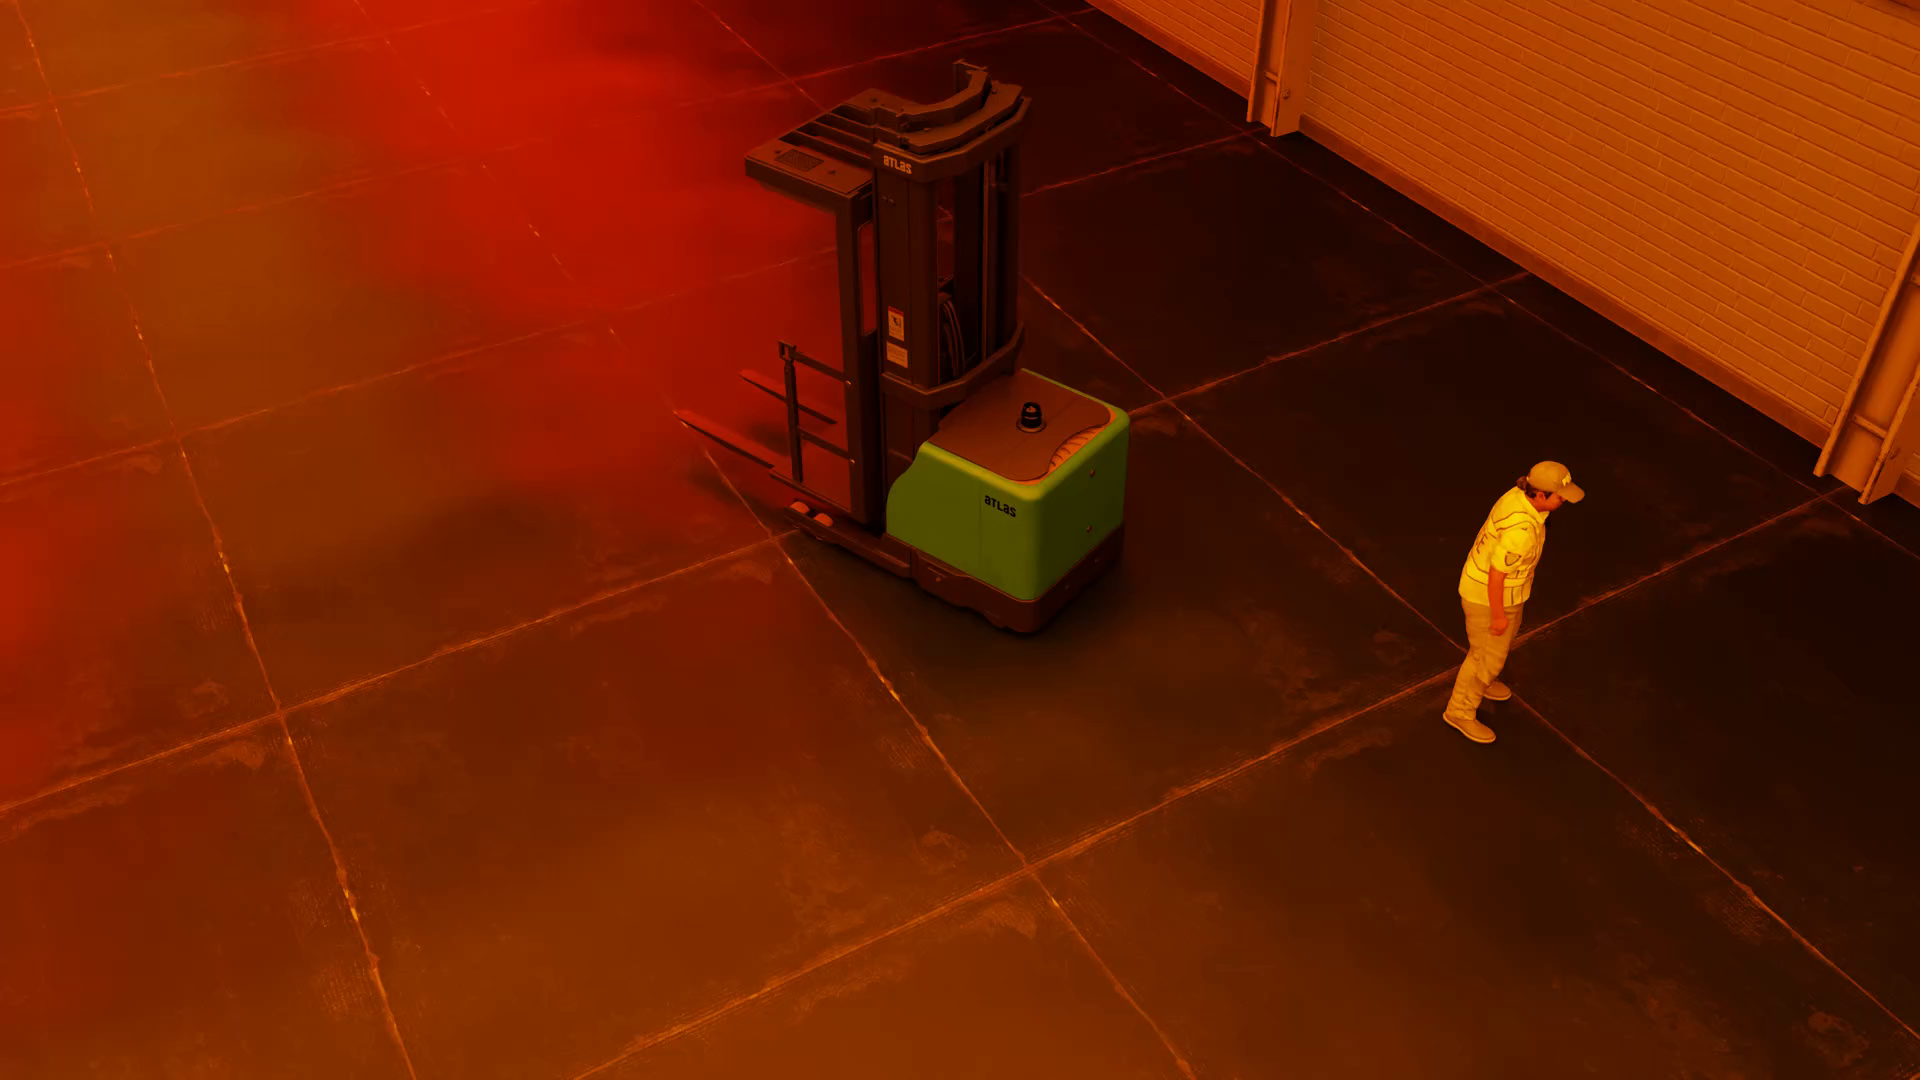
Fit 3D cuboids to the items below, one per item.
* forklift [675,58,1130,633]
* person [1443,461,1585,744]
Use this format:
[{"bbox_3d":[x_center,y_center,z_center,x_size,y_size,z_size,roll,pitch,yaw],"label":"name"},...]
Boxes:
[{"bbox_3d":[-0.481,-1.366,9.683,3.031,2.935,1.130,26,46,28],"label":"forklift"},{"bbox_3d":[2.850,0.279,8.694,0.468,1.665,0.558,17,42,19],"label":"person"}]
